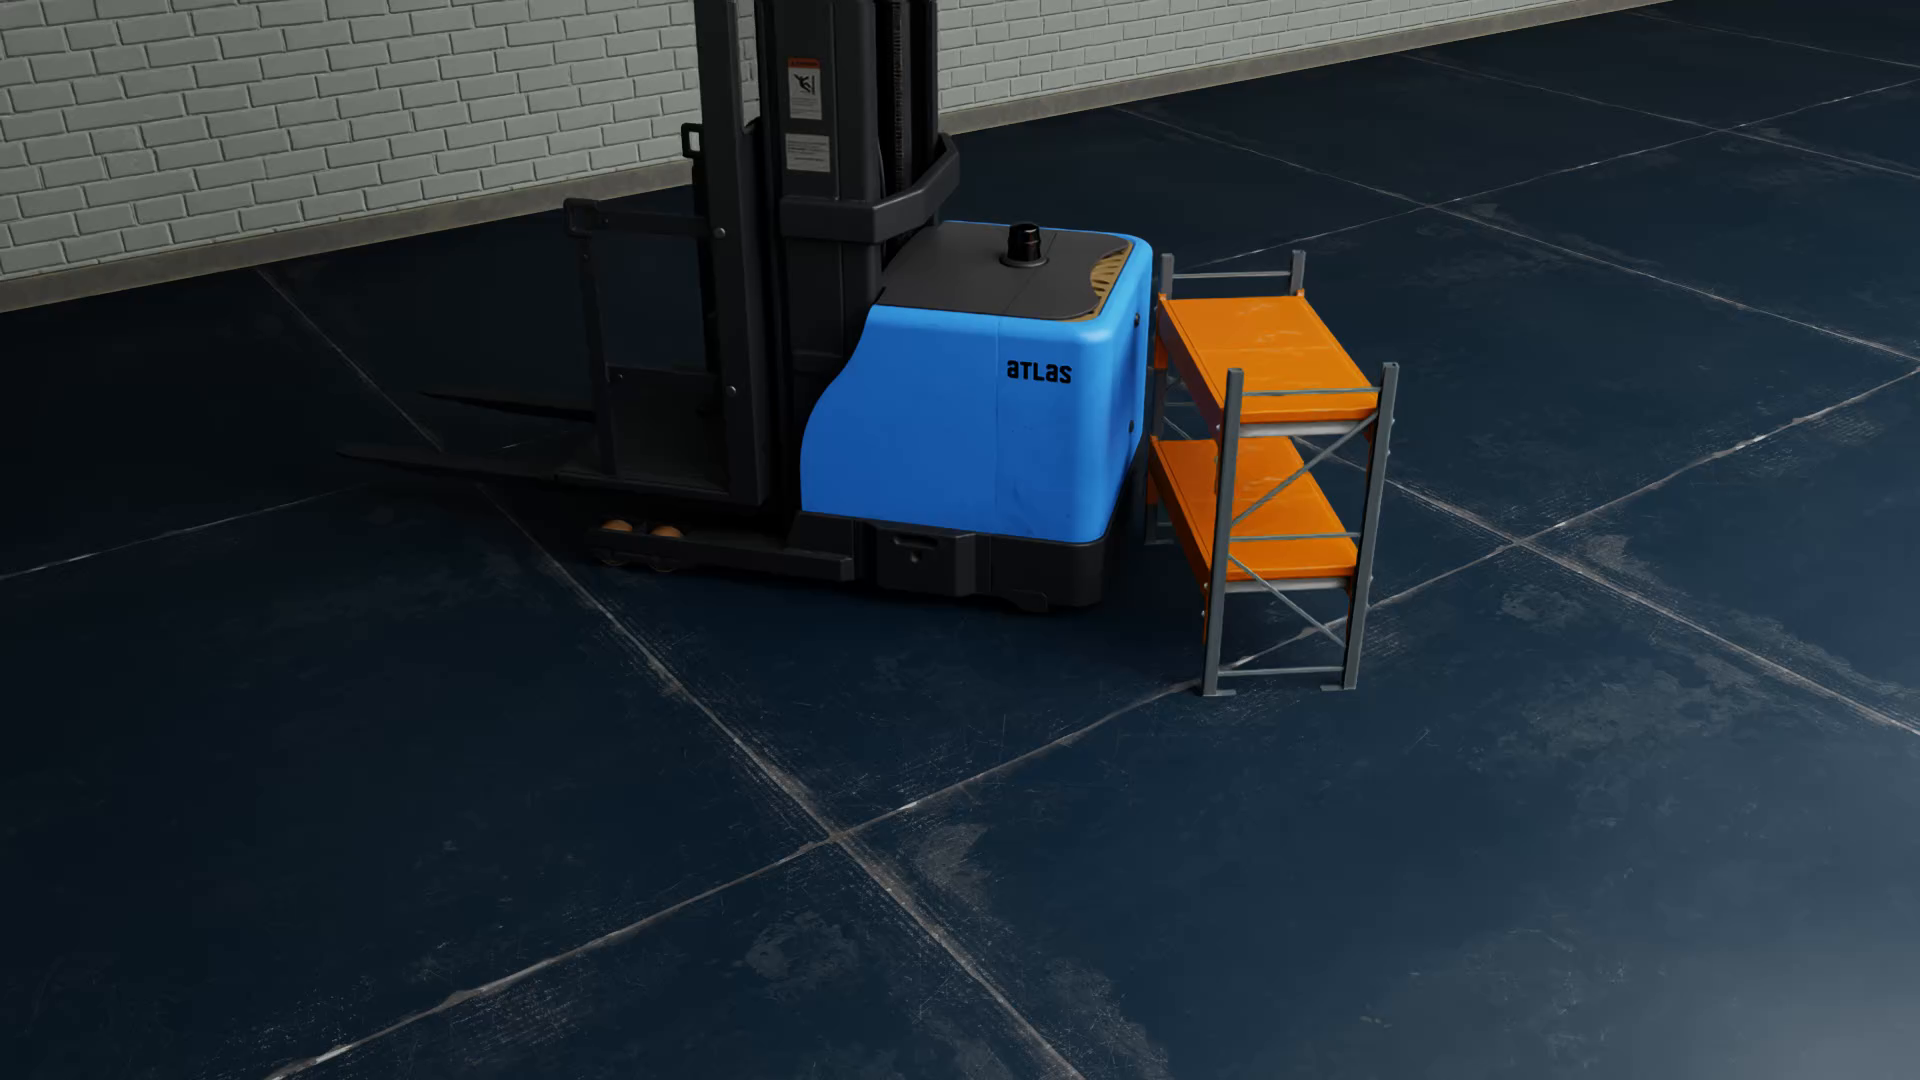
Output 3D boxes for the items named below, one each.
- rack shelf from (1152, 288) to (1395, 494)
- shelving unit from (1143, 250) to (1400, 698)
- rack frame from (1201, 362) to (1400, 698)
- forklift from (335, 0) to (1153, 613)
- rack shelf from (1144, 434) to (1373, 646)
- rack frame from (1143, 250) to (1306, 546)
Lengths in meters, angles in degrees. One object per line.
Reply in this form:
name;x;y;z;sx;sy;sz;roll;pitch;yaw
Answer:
rack shelf;0.981;-0.506;5.389;0.538;0.278;1.000;-2;29;-4
shelving unit;0.981;-0.248;5.529;0.538;1.125;1.048;-2;29;-4
rack frame;1.024;-0.007;5.084;0.500;1.125;0.032;-2;29;-4
forklift;-0.863;-1.406;5.767;3.031;2.935;1.130;7;29;13
rack shelf;0.981;-0.034;5.646;0.538;0.278;1.000;-2;29;-4
rack frame;0.937;-0.490;5.974;0.500;1.125;0.032;-2;29;-4
